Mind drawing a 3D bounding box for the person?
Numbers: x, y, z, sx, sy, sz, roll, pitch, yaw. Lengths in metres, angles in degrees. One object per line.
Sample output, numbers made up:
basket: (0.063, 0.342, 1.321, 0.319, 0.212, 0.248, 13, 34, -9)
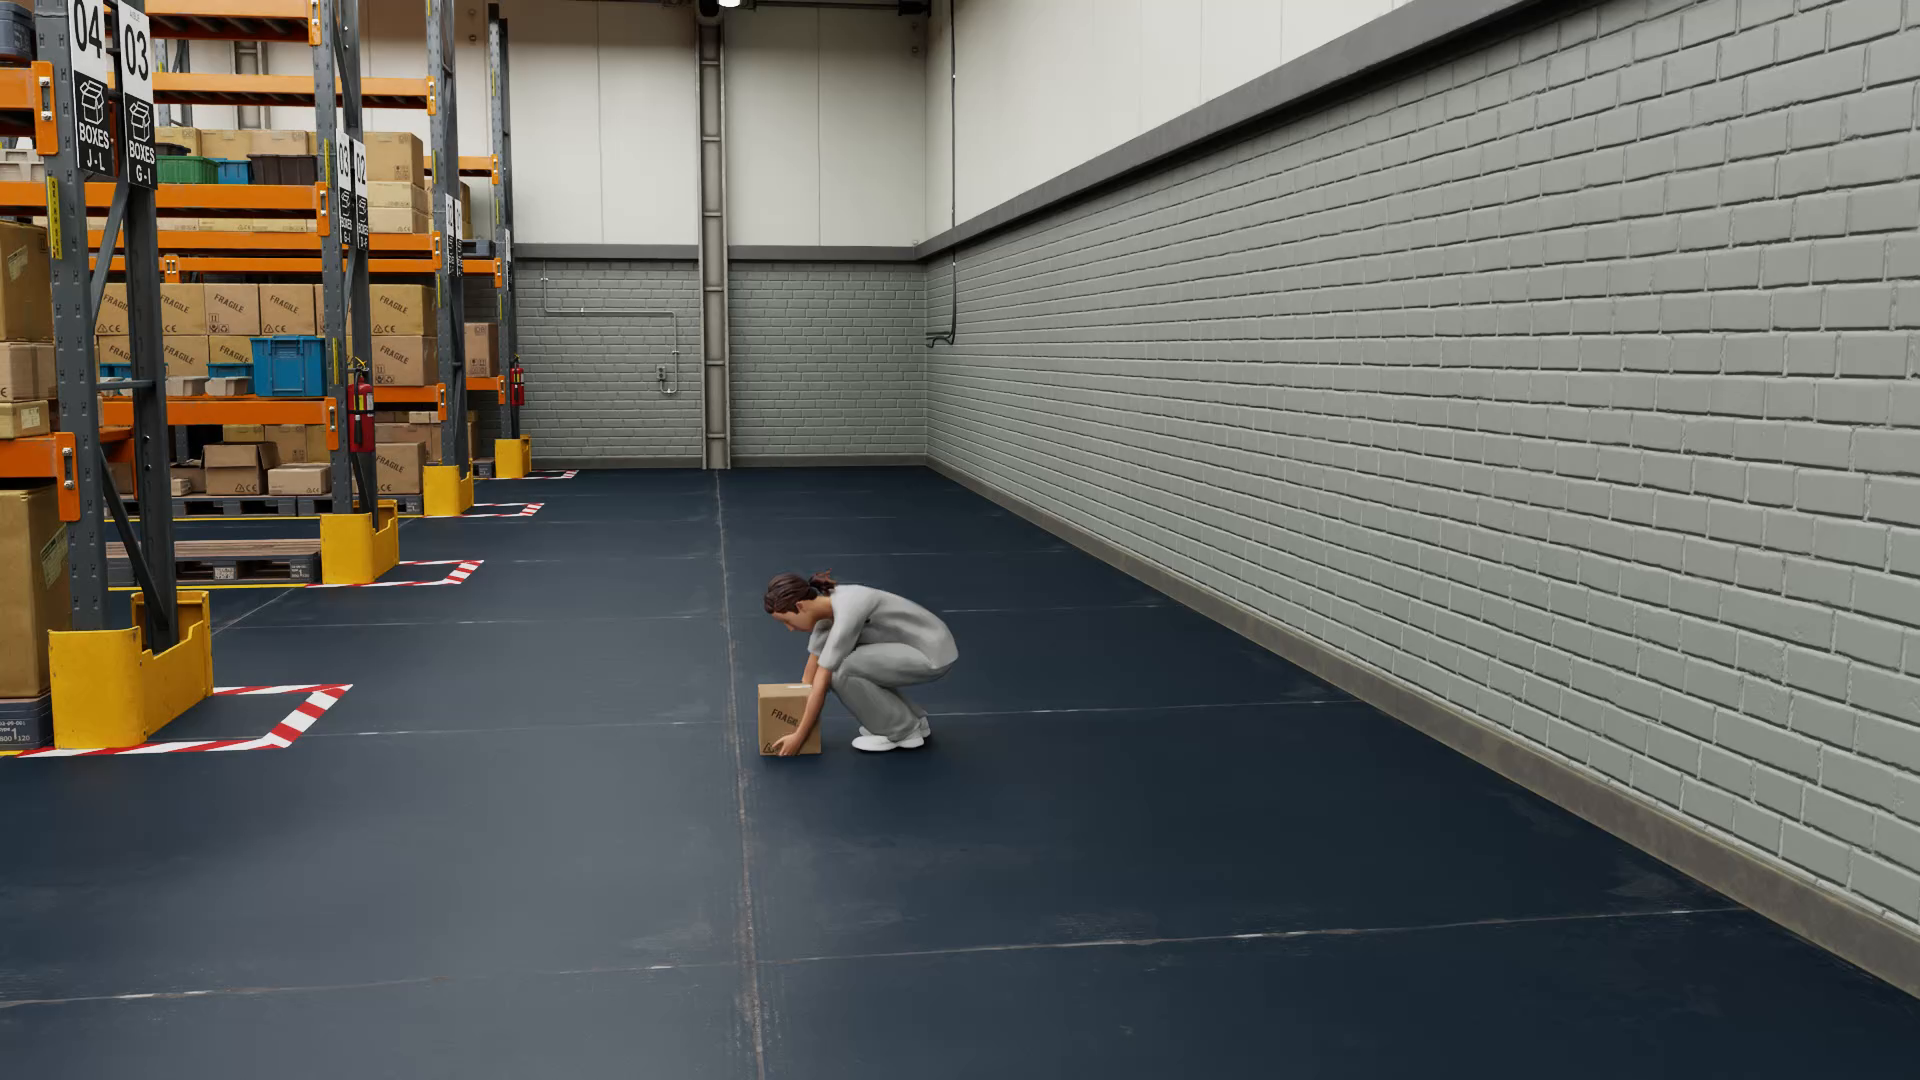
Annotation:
person: (-0.415, 0.517, 7.017, 0.819, 0.812, 0.470, -1, 7, -9)
